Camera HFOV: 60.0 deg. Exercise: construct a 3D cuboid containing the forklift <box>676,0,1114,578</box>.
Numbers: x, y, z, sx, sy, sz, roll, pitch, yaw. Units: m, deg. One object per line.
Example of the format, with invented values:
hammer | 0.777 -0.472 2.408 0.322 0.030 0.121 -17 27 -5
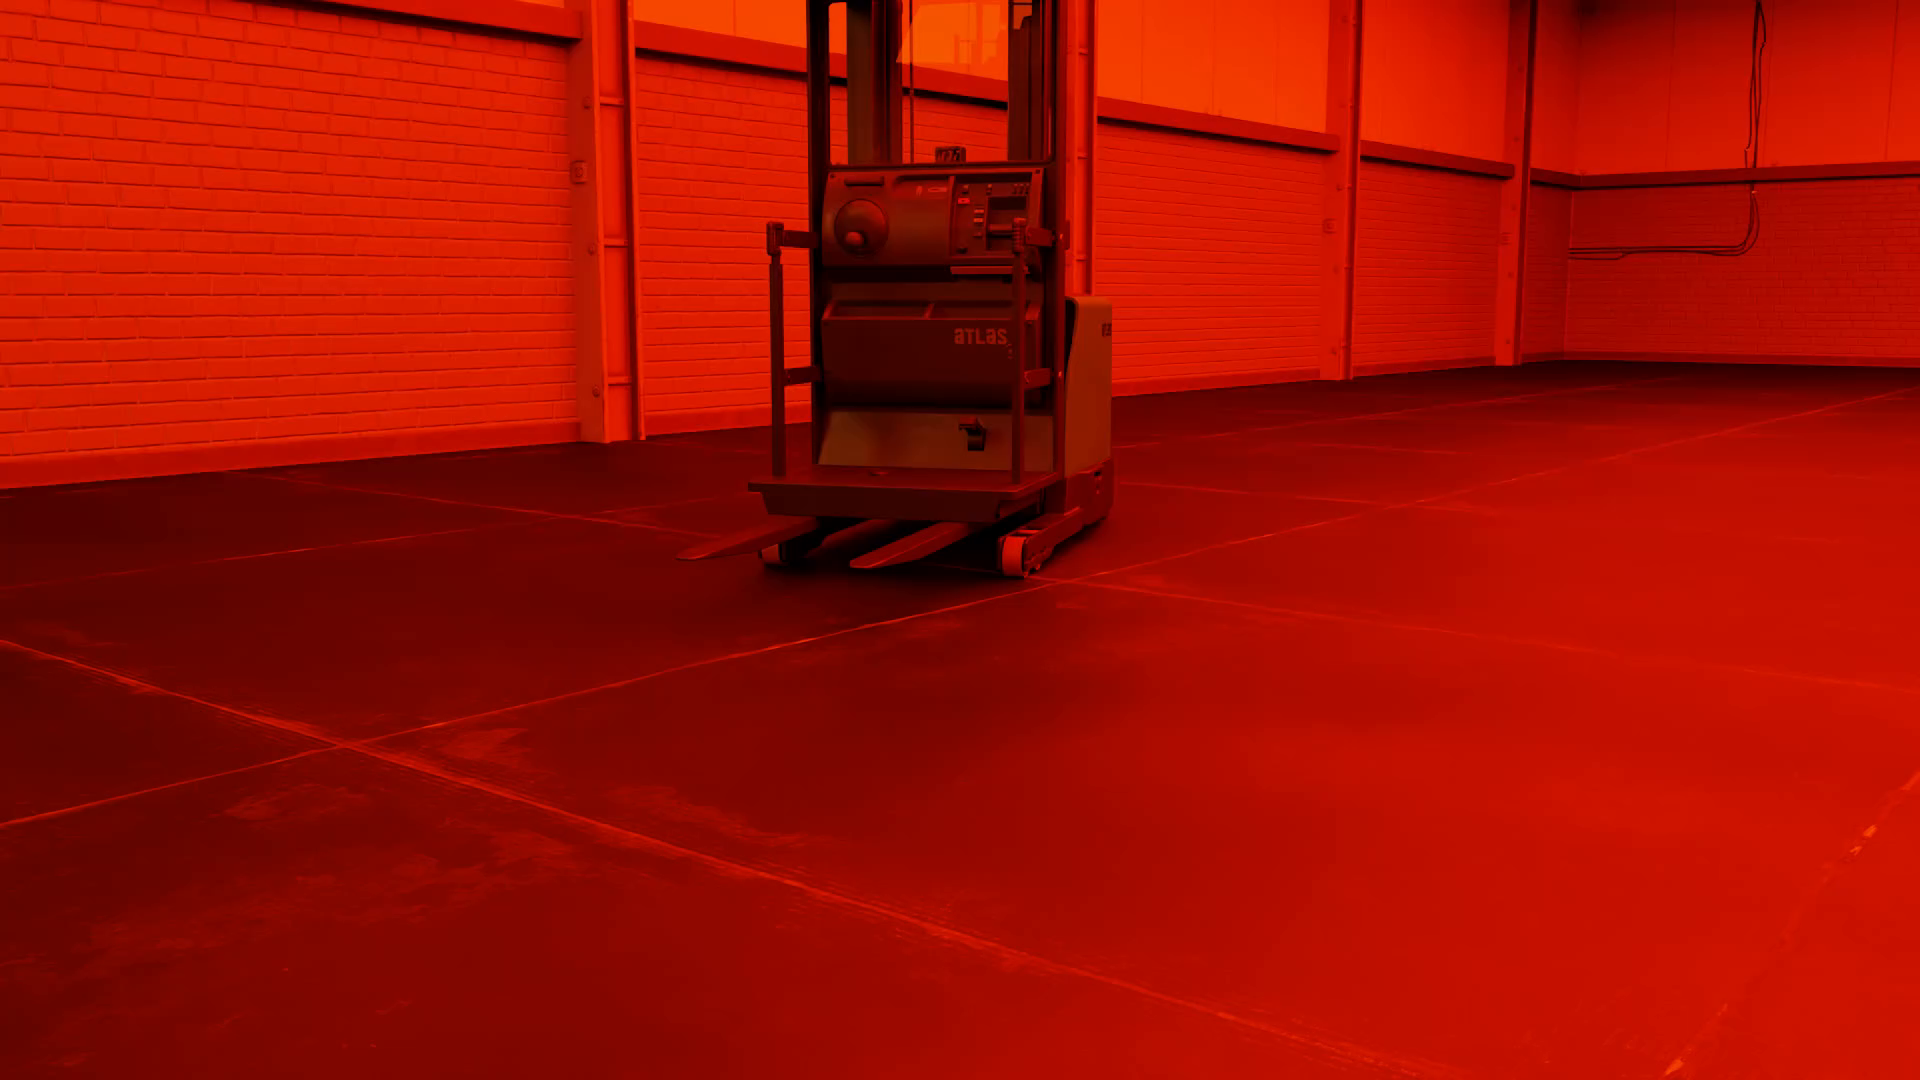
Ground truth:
forklift | -0.176 -1.366 6.616 1.130 2.935 3.031 3 9 17
